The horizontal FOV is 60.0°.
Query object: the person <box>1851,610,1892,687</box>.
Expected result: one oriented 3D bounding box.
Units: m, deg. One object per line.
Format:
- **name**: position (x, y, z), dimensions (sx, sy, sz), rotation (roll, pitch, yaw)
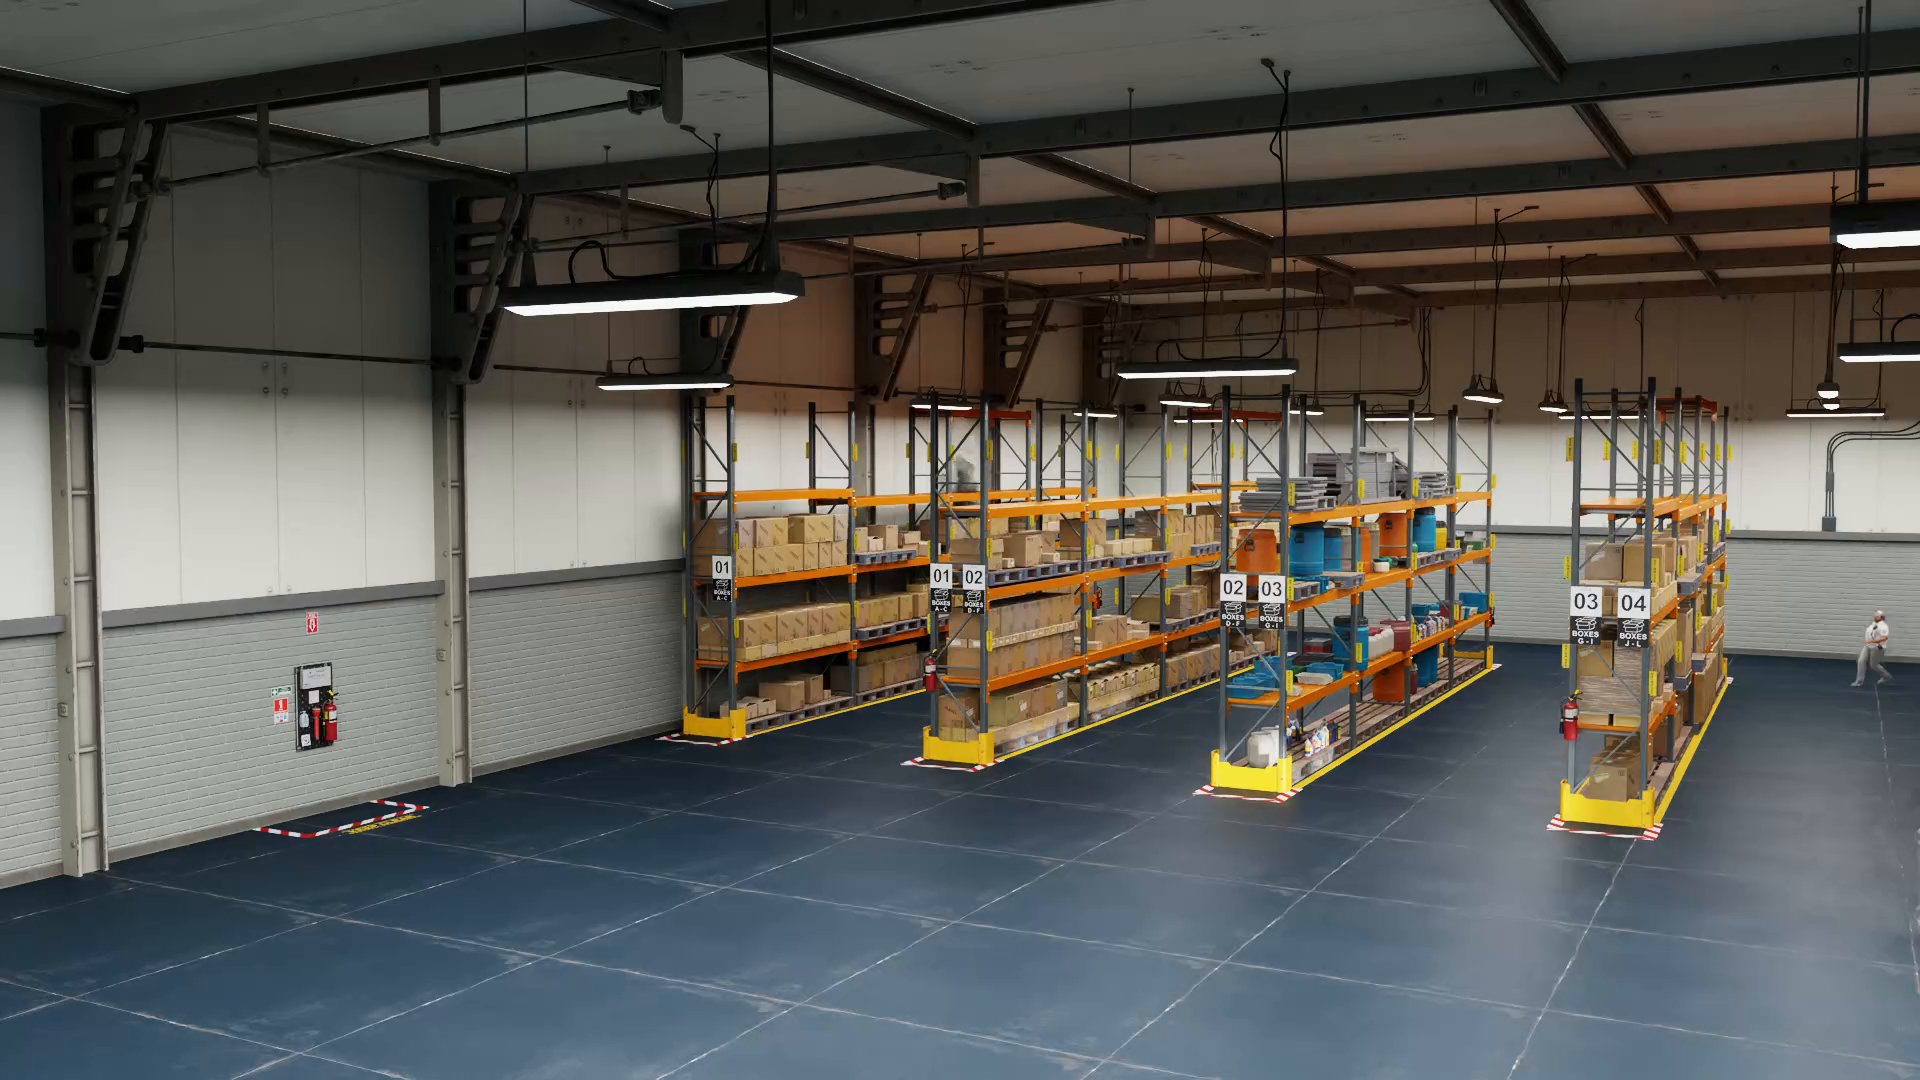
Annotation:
- **person**: position (19.472, 2.321, 35.402), dimensions (0.811, 1.657, 0.635), rotation (0, 3, -4)
